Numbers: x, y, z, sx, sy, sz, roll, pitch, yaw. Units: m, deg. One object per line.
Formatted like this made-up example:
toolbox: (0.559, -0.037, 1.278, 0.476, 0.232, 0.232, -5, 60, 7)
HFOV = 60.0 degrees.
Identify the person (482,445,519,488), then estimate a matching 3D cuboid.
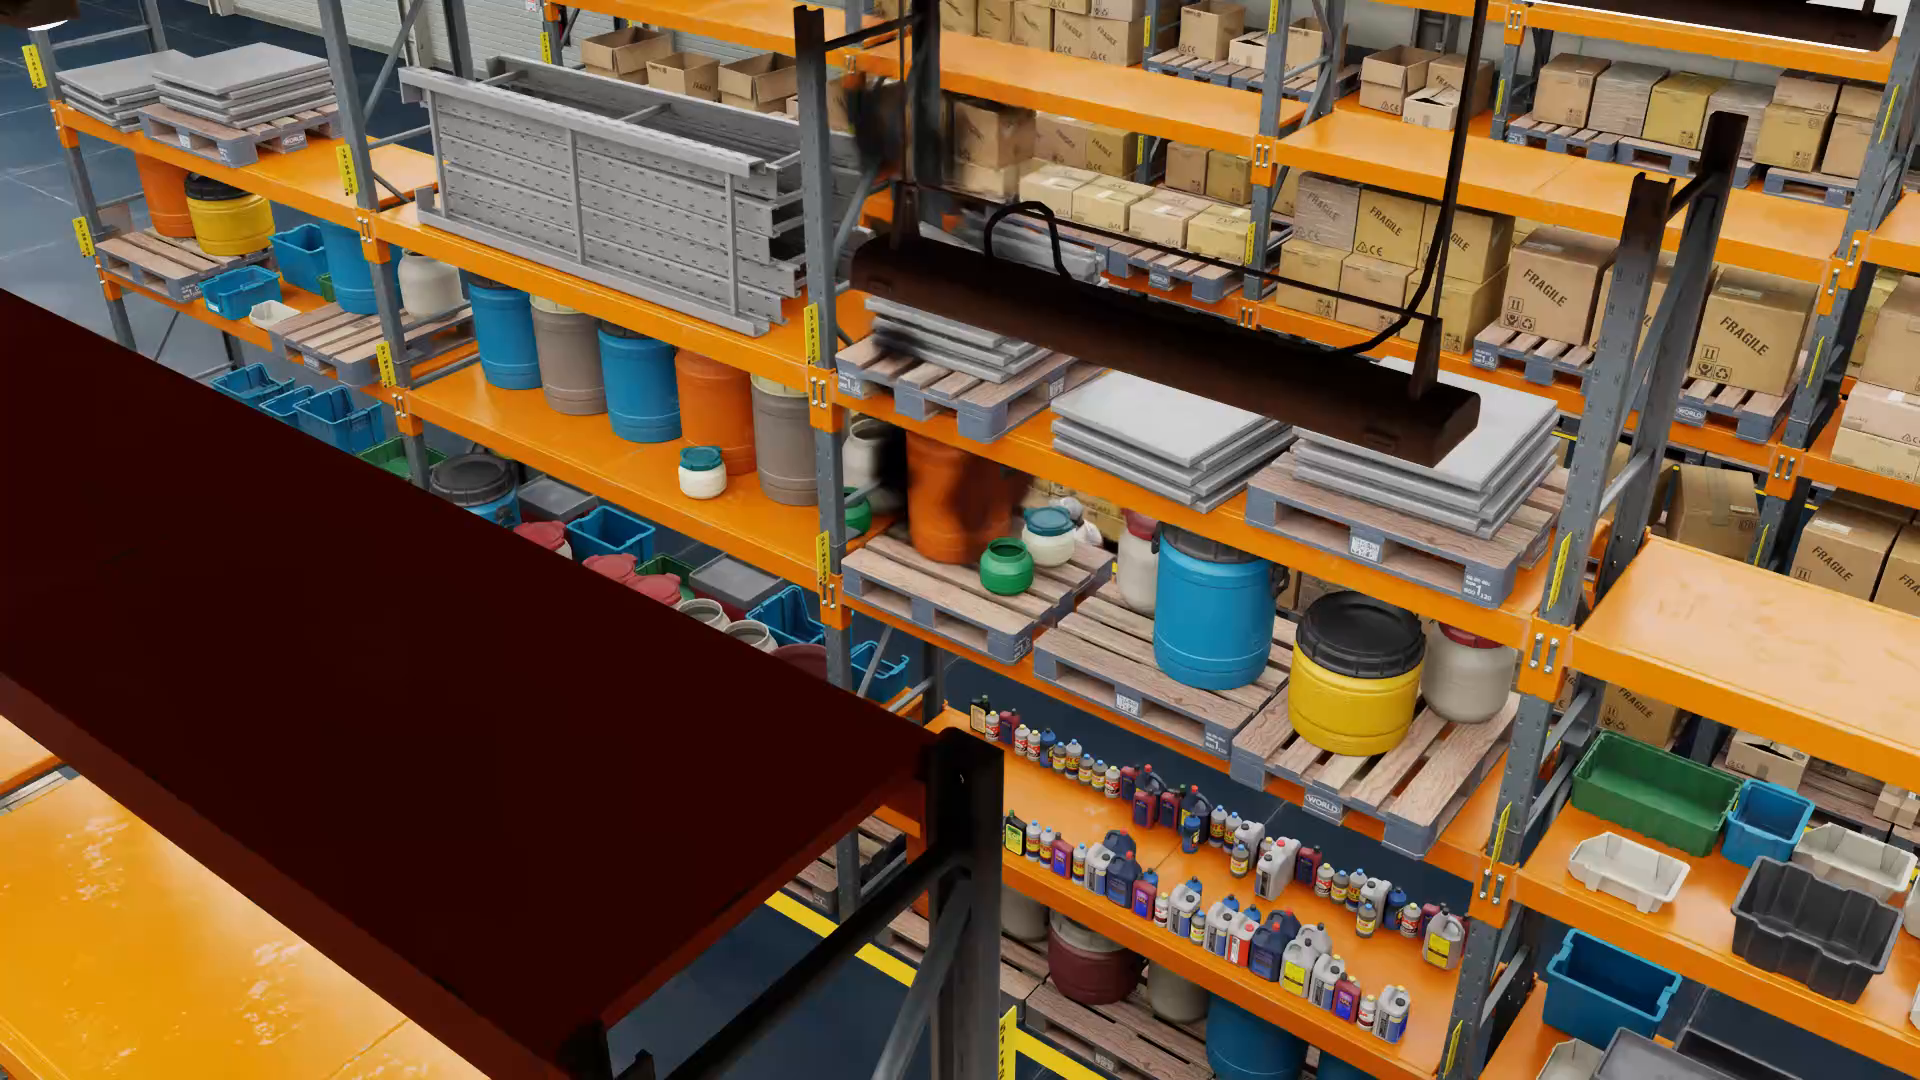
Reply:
person: (-4.001, -0.842, 15.037, 0.661, 1.707, 0.720, 25, 39, 34)

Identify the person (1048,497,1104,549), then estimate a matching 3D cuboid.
person: (0.767, 0.342, 13.145, 0.546, 1.624, 0.594, 16, 35, 25)
